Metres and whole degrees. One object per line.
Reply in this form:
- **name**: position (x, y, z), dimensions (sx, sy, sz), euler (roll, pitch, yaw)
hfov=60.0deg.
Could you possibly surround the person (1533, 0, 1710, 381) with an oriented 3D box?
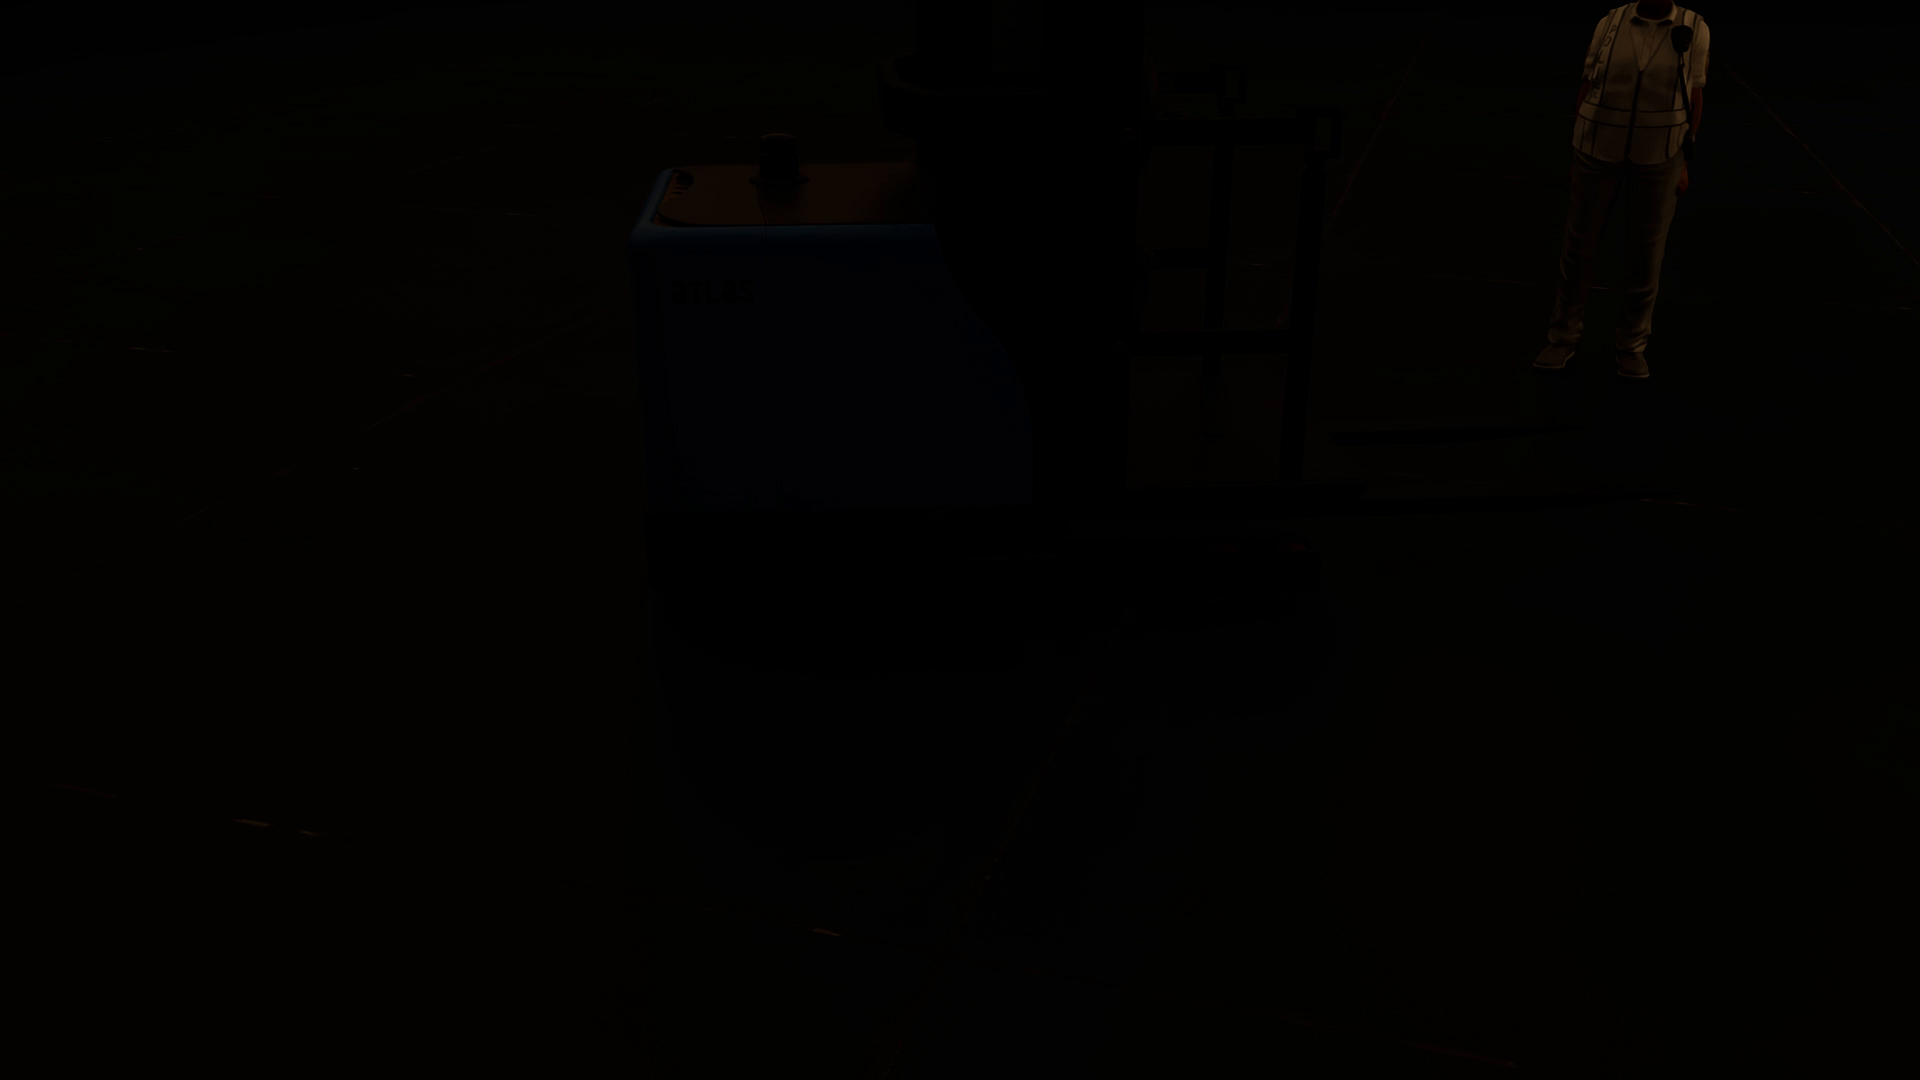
- **person**: position (2.618, -1.378, 6.572), dimensions (0.484, 1.450, 0.396), euler (9, 24, 20)

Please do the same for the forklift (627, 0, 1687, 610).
- **forklift**: position (0.606, -1.374, 4.608), dimensions (3.031, 2.935, 1.130), euler (-2, 23, -4)
